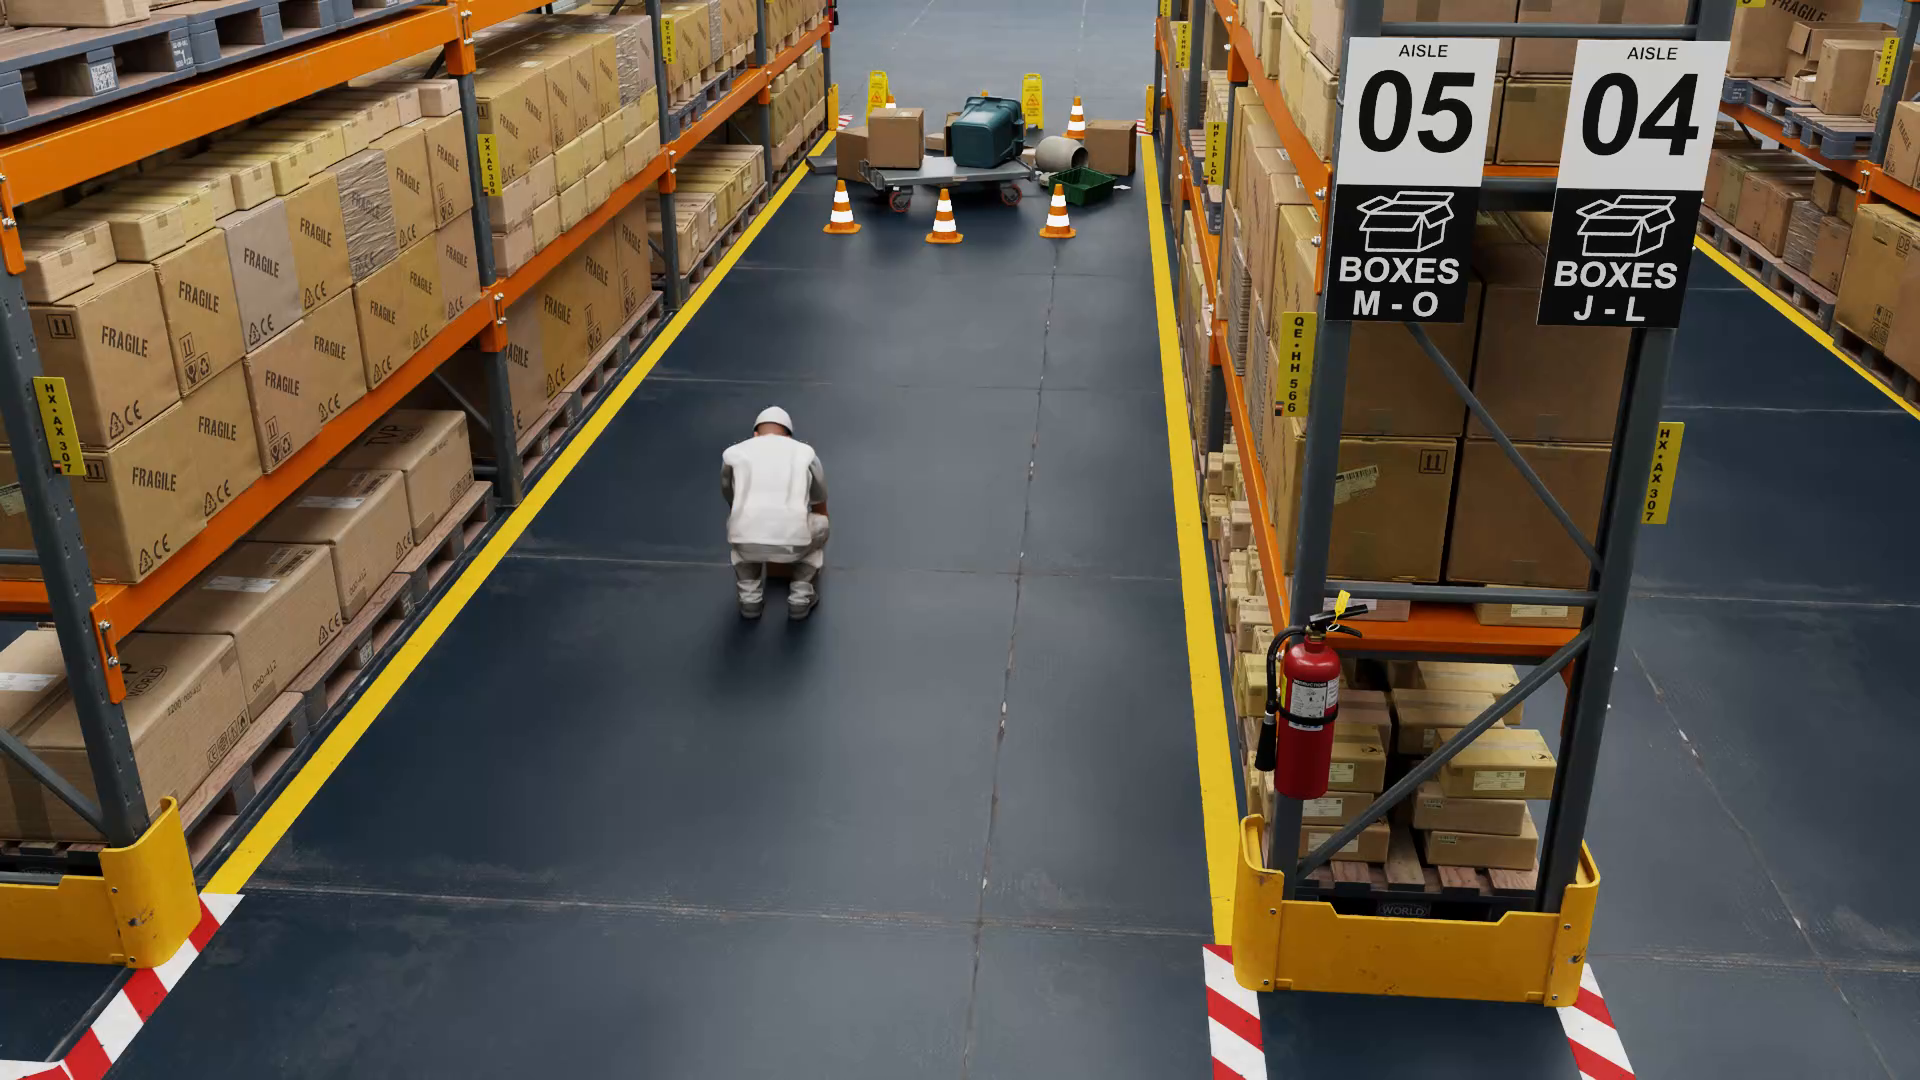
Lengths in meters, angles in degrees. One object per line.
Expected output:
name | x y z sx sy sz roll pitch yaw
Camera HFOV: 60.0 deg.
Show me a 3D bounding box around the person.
person | -0.945 -0.124 8.412 0.570 0.920 0.886 2 24 4
